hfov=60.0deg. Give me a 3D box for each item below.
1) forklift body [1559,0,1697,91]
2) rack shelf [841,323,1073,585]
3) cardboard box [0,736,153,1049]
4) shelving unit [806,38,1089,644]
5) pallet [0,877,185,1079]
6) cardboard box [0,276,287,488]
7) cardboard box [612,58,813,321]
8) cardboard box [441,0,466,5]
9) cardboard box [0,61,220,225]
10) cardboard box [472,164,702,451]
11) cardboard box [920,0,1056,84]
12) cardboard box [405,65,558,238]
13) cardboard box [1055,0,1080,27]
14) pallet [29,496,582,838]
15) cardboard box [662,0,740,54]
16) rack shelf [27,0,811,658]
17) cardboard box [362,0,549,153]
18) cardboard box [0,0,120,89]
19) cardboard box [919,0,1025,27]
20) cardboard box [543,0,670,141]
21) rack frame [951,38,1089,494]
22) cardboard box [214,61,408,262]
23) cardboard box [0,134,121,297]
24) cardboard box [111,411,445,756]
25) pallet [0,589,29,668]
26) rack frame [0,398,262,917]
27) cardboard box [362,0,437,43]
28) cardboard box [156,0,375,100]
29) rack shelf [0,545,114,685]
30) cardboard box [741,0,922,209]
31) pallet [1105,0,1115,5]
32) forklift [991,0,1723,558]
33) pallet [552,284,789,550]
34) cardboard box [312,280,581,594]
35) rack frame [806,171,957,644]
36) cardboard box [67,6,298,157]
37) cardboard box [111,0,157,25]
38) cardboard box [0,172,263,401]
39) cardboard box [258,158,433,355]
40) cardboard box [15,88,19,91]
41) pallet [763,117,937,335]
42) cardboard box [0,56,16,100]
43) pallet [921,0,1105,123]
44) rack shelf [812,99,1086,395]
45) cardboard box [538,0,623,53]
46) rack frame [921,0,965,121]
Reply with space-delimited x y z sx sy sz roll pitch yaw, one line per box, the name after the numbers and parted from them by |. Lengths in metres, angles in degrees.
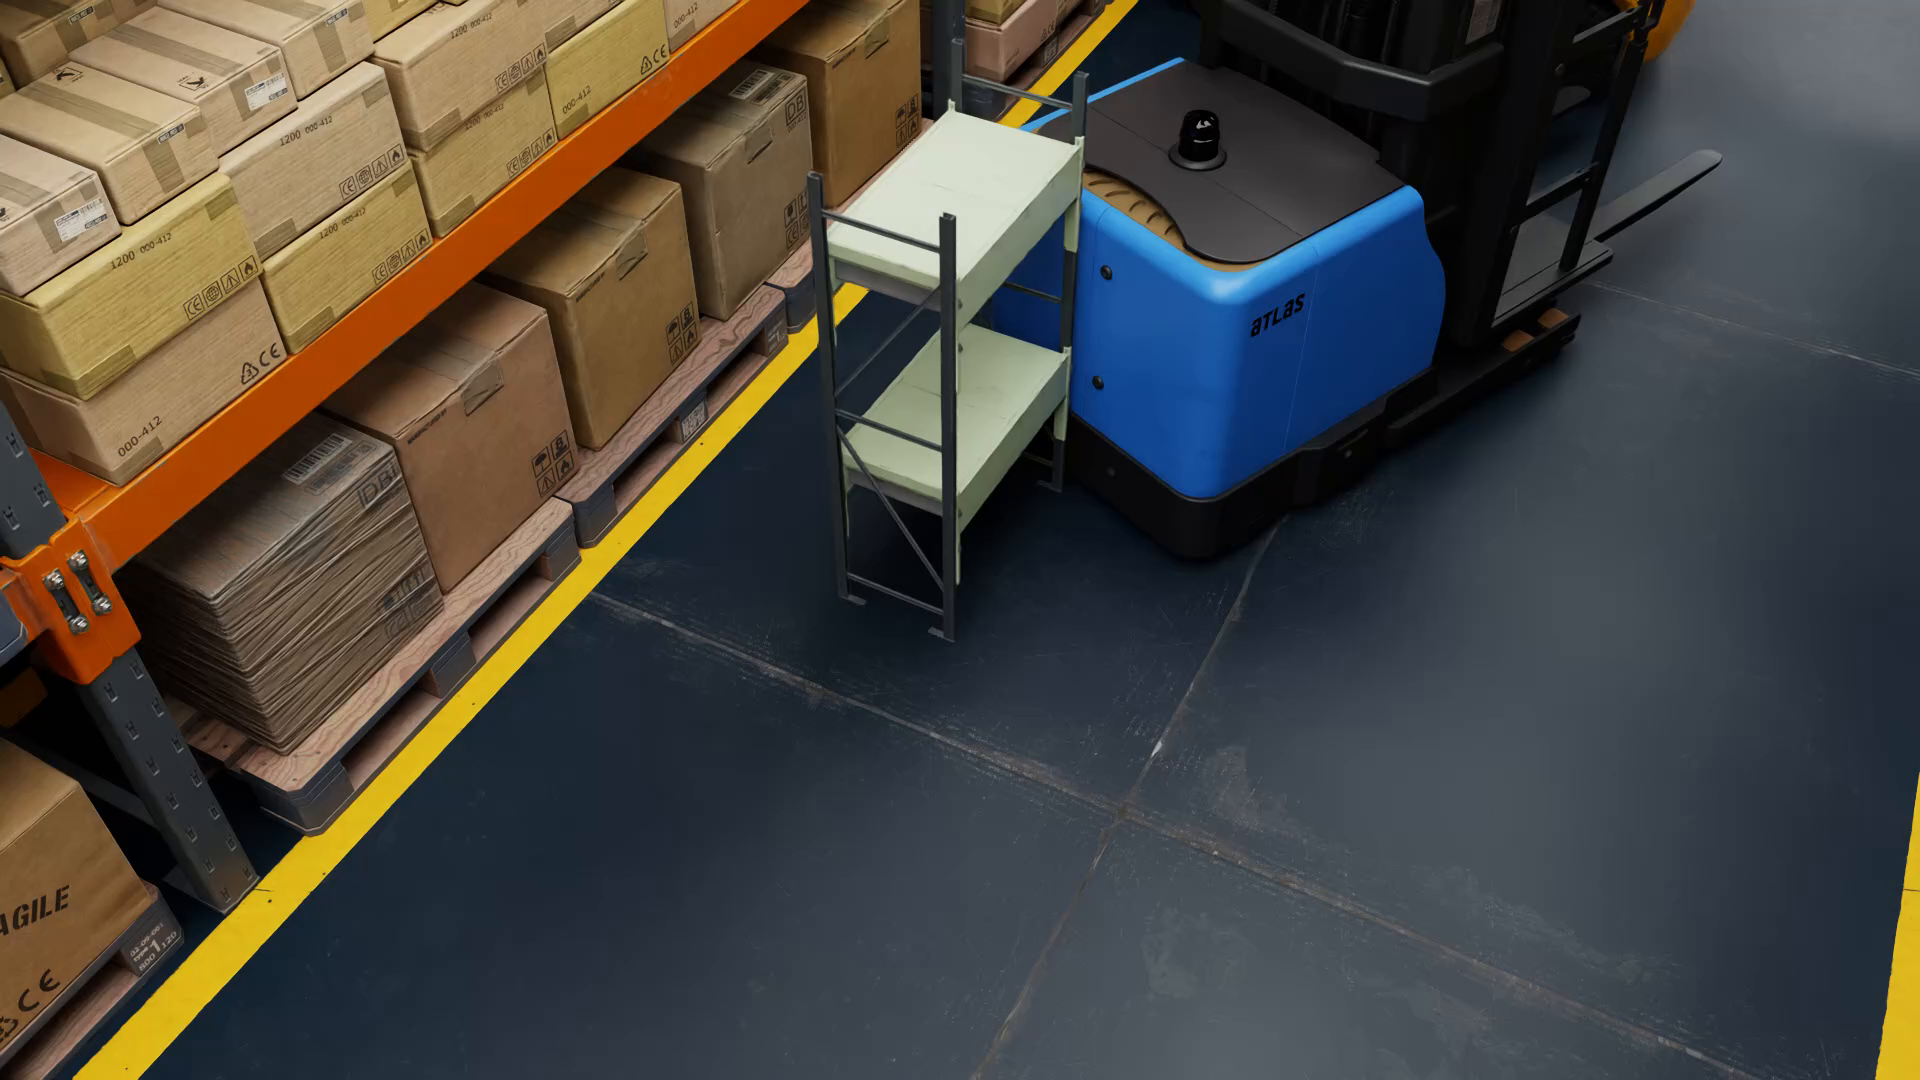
2.144 -3.231 6.931 2.313 2.155 1.214 20 49 19 | forklift body
-0.017 -0.293 4.943 0.431 0.370 0.720 21 49 19 | rack shelf
-2.311 0.782 3.830 0.500 0.500 0.500 22 49 20 | cardboard box
-0.017 -0.522 4.711 0.431 1.500 0.755 21 49 19 | shelving unit
-2.685 1.152 3.963 1.003 0.211 1.213 20 49 19 | pallet
-1.883 -0.433 3.674 0.500 0.250 0.500 21 49 19 | cardboard box
-1.048 -1.301 5.801 0.875 0.625 0.625 20 49 19 | cardboard box
-1.306 -1.470 4.067 0.380 0.149 0.250 21 49 20 | cardboard box
-1.773 -0.822 3.427 0.380 0.149 0.250 21 49 20 | cardboard box
-1.395 -0.826 5.332 0.875 0.625 0.625 19 48 17 | cardboard box
0.070 -2.183 6.936 0.500 0.250 0.500 21 49 19 | cardboard box
-1.412 -1.075 4.309 0.500 0.250 0.500 19 48 18 | cardboard box
0.292 -2.508 7.258 0.500 0.250 0.500 19 48 18 | cardboard box
-1.888 0.188 4.916 1.003 0.211 1.213 20 49 19 | pallet
-0.937 -1.729 4.955 0.500 0.250 0.500 21 49 19 | cardboard box
-1.377 -1.294 4.925 1.077 0.370 4.000 20 49 19 | rack shelf
-1.390 -1.247 4.128 0.500 0.250 0.500 19 48 18 | cardboard box
-2.137 -1.166 3.767 0.380 0.149 0.250 20 49 19 | cardboard box
0.050 -2.366 6.766 0.500 0.250 0.500 20 49 19 | cardboard box
-1.170 -1.401 4.631 0.500 0.250 0.500 22 49 20 | cardboard box
0.156 -0.751 4.938 0.400 1.500 0.023 21 49 19 | rack frame
-1.649 -0.923 3.808 0.500 0.250 0.500 22 49 20 | cardboard box
-1.896 -0.653 3.260 0.380 0.149 0.250 22 49 20 | cardboard box
-2.003 0.012 4.503 0.875 0.625 0.625 22 49 20 | cardboard box
-2.558 0.231 3.047 1.213 0.211 1.003 20 49 19 | pallet
-2.305 -0.286 3.424 1.000 3.000 0.127 20 49 19 | rack frame
-1.477 -1.329 3.928 0.380 0.149 0.250 21 49 19 | cardboard box
-1.567 -1.161 3.762 0.380 0.149 0.250 21 49 19 | cardboard box
-3.234 1.226 2.435 1.077 0.370 4.000 20 49 19 | rack shelf
-0.681 -1.787 6.281 0.875 0.625 0.625 23 50 21 | cardboard box
0.523 -3.085 8.150 1.003 0.211 1.213 20 49 19 | pallet
1.551 -1.860 5.027 3.031 2.935 1.130 -30 52 -26 | forklift
-1.321 -0.578 5.672 1.003 0.211 1.213 20 49 19 | pallet
-1.707 -0.402 4.913 0.875 0.625 0.625 22 49 20 | cardboard box
-0.190 -0.292 4.484 0.400 1.500 0.023 21 49 19 | rack frame
-1.677 -0.992 3.595 0.380 0.149 0.250 22 49 20 | cardboard box
-2.084 -1.344 3.943 0.380 0.149 0.250 20 49 18 | cardboard box
-1.861 -0.600 3.488 0.500 0.250 0.500 20 49 19 | cardboard box
-1.645 -0.748 3.986 0.500 0.250 0.500 19 48 18 | cardboard box
-2.107 -1.107 3.989 0.500 0.250 0.500 21 49 19 | cardboard box
-0.756 -1.349 6.435 1.003 0.211 1.213 20 49 19 | pallet
-2.311 -1.023 3.626 0.380 0.149 0.250 22 49 20 | cardboard box
-0.042 -2.313 7.388 1.003 0.211 1.213 20 49 19 | pallet
-0.017 -0.796 4.434 0.431 0.370 0.720 21 49 19 | rack shelf
-1.176 -1.577 4.454 0.500 0.250 0.500 21 49 20 | cardboard box
-0.448 -2.806 5.915 1.000 3.000 0.127 20 49 19 | rack frame
